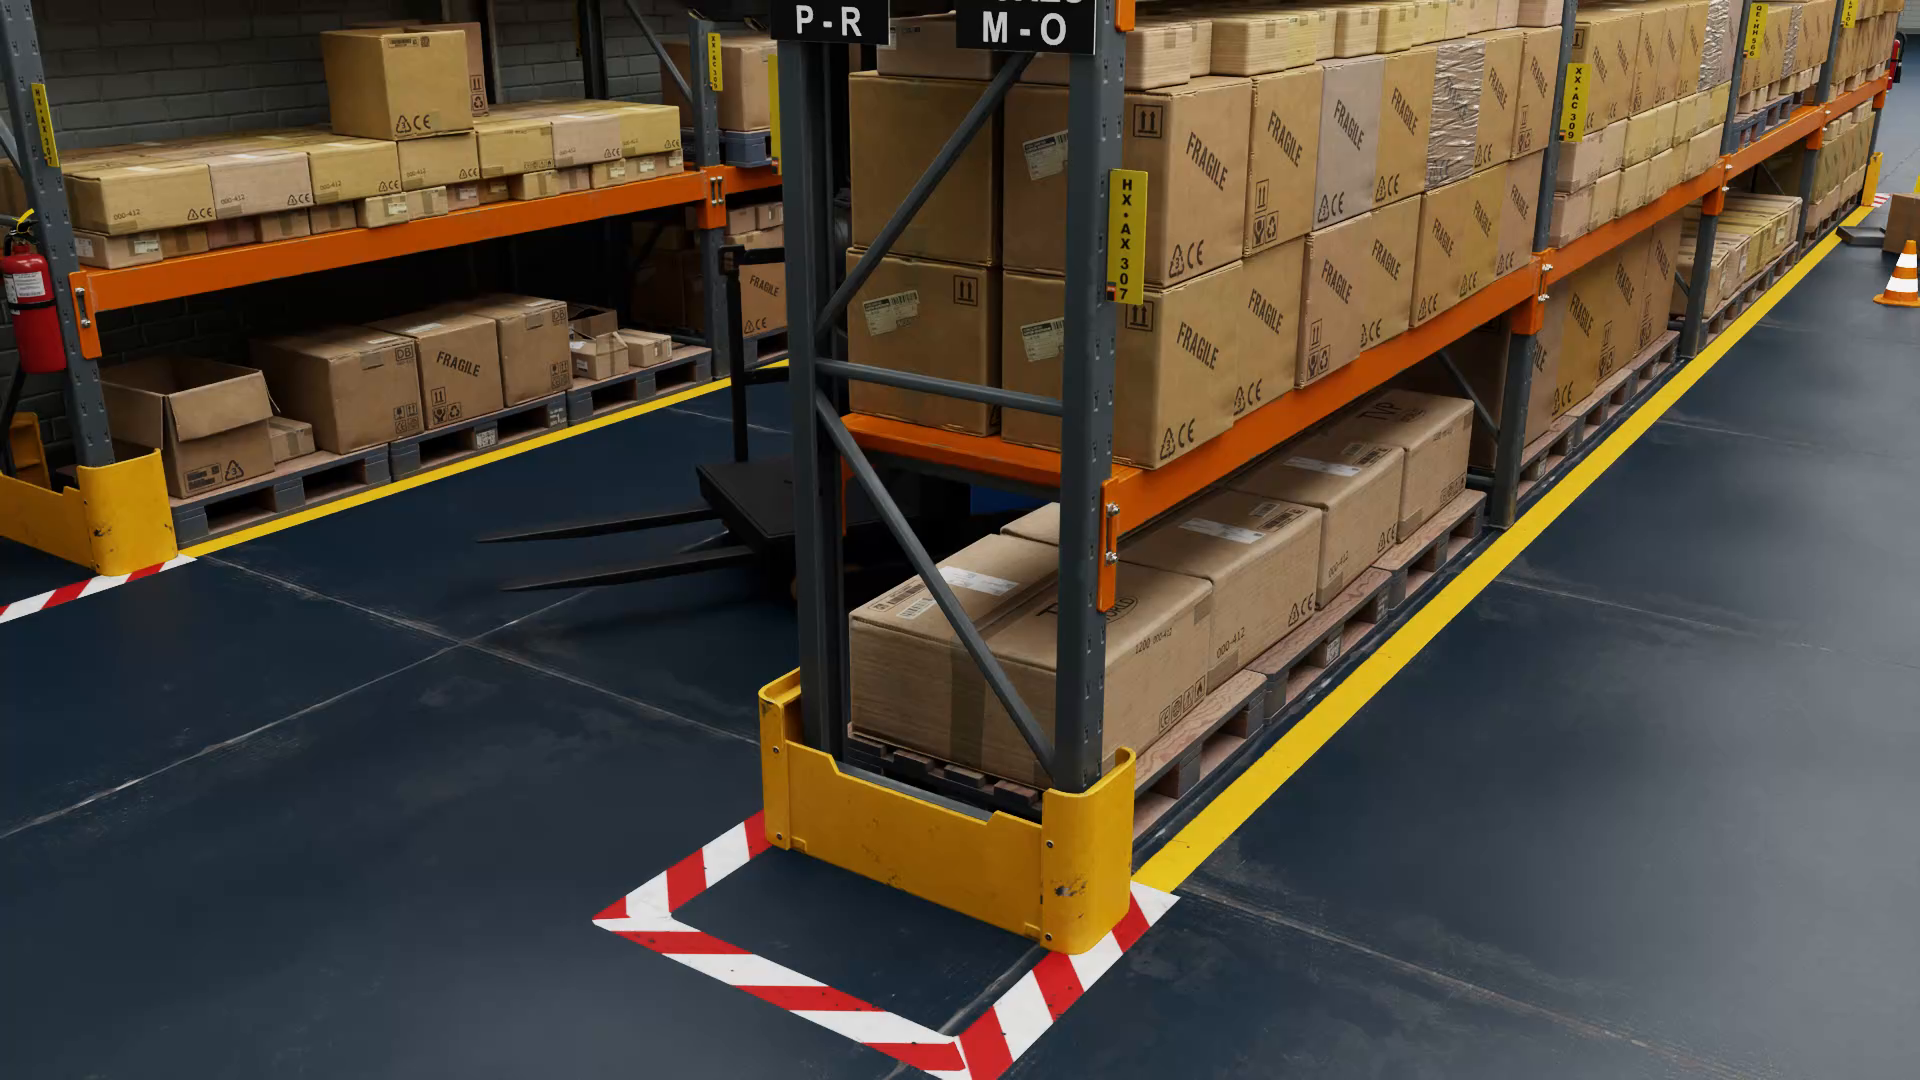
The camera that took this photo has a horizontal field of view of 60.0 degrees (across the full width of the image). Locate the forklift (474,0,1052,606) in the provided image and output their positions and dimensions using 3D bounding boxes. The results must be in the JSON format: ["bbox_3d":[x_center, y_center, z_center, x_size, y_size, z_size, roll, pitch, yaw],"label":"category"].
[{"bbox_3d":[-0.572,-1.286,7.018,3.031,2.935,1.130,-9,22,-22],"label":"forklift"}]

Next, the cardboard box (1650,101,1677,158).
[{"bbox_3d":[3.542,-2.234,8.975,0.500,0.250,0.500,12,24,30],"label":"cardboard box"}]

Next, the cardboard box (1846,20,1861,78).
[{"bbox_3d":[7.441,-4.260,14.386,0.500,0.500,0.500,13,24,32],"label":"cardboard box"}]

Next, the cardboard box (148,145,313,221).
[{"bbox_3d":[-3.392,-1.669,7.740,0.500,0.250,0.500,14,24,32],"label":"cardboard box"}]

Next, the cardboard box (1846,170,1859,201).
[{"bbox_3d":[8.419,-3.477,16.199,0.500,0.250,0.500,13,24,32],"label":"cardboard box"}]

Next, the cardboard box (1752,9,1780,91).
[{"bbox_3d":[5.183,-3.324,11.249,0.500,0.500,0.500,15,25,35],"label":"cardboard box"}]

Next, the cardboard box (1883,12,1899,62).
[{"bbox_3d":[8.871,-4.978,16.326,0.500,0.500,0.500,13,24,31],"label":"cardboard box"}]

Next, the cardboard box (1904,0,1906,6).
[{"bbox_3d":[8.842,-5.467,16.208,0.700,0.500,0.500,13,24,31],"label":"cardboard box"}]

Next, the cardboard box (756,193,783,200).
[{"bbox_3d":[-1.244,-2.395,11.980,0.380,0.149,0.250,14,24,33],"label":"cardboard box"}]

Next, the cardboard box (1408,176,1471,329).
[{"bbox_3d":[1.598,-1.126,6.342,0.500,0.500,0.500,13,24,31],"label":"cardboard box"}]

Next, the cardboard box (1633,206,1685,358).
[{"bbox_3d":[3.995,-1.724,10.560,0.875,0.875,0.875,13,24,31],"label":"cardboard box"}]

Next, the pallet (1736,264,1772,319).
[{"bbox_3d":[5.578,-1.970,12.788,1.003,0.211,1.213,13,24,32],"label":"pallet"}]

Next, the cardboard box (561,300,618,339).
[{"bbox_3d":[-2.471,-1.317,10.273,0.500,0.311,0.500,14,25,34],"label":"cardboard box"}]

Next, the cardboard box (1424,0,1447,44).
[{"bbox_3d":[1.522,-1.873,5.985,0.380,0.149,0.250,13,24,31],"label":"cardboard box"}]

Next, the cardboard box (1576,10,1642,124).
[{"bbox_3d":[2.951,-2.296,8.062,0.500,0.500,0.500,13,24,32],"label":"cardboard box"}]

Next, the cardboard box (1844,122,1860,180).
[{"bbox_3d":[8.134,-3.686,15.682,0.500,0.500,0.500,13,24,31],"label":"cardboard box"}]

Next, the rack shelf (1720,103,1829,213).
[{"bbox_3d":[5.576,-2.942,12.432,1.077,0.370,4.000,13,24,32],"label":"rack shelf"}]

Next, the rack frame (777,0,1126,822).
[{"bbox_3d":[-0.046,-0.410,4.551,1.000,3.000,0.127,13,24,32],"label":"rack frame"}]

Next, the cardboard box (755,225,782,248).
[{"bbox_3d":[-1.391,-1.999,10.909,0.380,0.149,0.250,13,24,30],"label":"cardboard box"}]

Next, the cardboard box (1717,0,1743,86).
[{"bbox_3d":[4.377,-3.022,10.026,0.500,0.500,0.500,13,24,30],"label":"cardboard box"}]

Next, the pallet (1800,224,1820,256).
[{"bbox_3d":[7.048,-2.745,14.882,1.003,0.211,1.213,13,24,32],"label":"pallet"}]

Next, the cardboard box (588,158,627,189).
[{"bbox_3d":[-2.129,-2.108,9.503,0.380,0.149,0.250,14,24,33],"label":"cardboard box"}]

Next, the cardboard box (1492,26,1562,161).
[{"bbox_3d":[2.166,-1.885,6.951,0.500,0.500,0.500,13,24,31],"label":"cardboard box"}]

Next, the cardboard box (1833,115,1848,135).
[{"bbox_3d":[7.662,-3.705,14.801,0.380,0.149,0.250,14,25,34],"label":"cardboard box"}]

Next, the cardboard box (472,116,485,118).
[{"bbox_3d":[-2.974,-2.212,9.208,0.500,0.250,0.500,14,24,33],"label":"cardboard box"}]

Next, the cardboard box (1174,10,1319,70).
[{"bbox_3d":[0.845,-1.499,4.973,0.380,0.149,0.250,12,24,30],"label":"cardboard box"}]

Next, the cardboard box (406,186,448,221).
[{"bbox_3d":[-2.845,-1.740,8.507,0.380,0.149,0.250,14,24,33],"label":"cardboard box"}]

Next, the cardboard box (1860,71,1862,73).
[{"bbox_3d":[7.988,-4.206,15.175,0.380,0.149,0.250,13,24,32],"label":"cardboard box"}]

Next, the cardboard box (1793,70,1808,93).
[{"bbox_3d":[6.221,-3.504,12.671,0.380,0.149,0.250,14,24,32],"label":"cardboard box"}]

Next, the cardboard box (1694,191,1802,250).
[{"bbox_3d":[6.407,-2.667,13.834,0.950,0.372,0.625,14,24,33],"label":"cardboard box"}]

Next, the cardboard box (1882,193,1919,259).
[{"bbox_3d":[8.428,-2.724,14.406,0.500,0.500,0.500,-6,21,-15],"label":"cardboard box"}]

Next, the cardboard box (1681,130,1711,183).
[{"bbox_3d":[4.108,-2.290,9.848,0.500,0.250,0.500,14,24,33],"label":"cardboard box"}]

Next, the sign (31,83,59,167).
[{"bbox_3d":[-3.704,-1.678,6.729,0.100,0.325,0.005,13,24,32],"label":"sign"}]

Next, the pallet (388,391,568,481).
[{"bbox_3d":[-2.976,-0.669,9.269,1.003,0.211,1.213,13,24,32],"label":"pallet"}]

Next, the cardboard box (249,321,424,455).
[{"bbox_3d":[-3.218,-0.797,8.593,0.700,0.500,0.500,14,25,34],"label":"cardboard box"}]

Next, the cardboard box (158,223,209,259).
[{"bbox_3d":[-3.636,-1.382,7.541,0.380,0.149,0.250,14,24,33],"label":"cardboard box"}]

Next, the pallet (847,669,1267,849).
[{"bbox_3d":[0.339,0.653,5.696,1.003,0.211,1.213,13,24,32],"label":"pallet"}]

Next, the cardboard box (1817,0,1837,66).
[{"bbox_3d":[6.630,-4.060,13.238,0.500,0.500,0.500,13,24,31],"label":"cardboard box"}]

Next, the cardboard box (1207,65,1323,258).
[{"bbox_3d":[0.744,-1.158,4.987,0.500,0.500,0.500,13,24,30],"label":"cardboard box"}]

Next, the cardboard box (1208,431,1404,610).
[{"bbox_3d":[1.258,-0.137,6.900,0.875,0.438,0.875,12,24,30],"label":"cardboard box"}]

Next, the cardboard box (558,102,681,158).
[{"bbox_3d":[-1.989,-2.401,9.718,0.500,0.250,0.500,14,24,33],"label":"cardboard box"}]

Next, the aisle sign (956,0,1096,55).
[{"bbox_3d":[0.154,-1.552,3.891,0.394,0.787,0.004,13,24,32],"label":"aisle sign"}]

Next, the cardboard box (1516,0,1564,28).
[{"bbox_3d":[2.293,-2.228,6.944,0.380,0.149,0.250,13,24,31],"label":"cardboard box"}]

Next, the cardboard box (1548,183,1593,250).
[{"bbox_3d":[2.669,-1.563,7.882,0.500,0.250,0.500,13,24,31],"label":"cardboard box"}]

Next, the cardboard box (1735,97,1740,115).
[{"bbox_3d":[4.975,-2.916,11.083,0.380,0.149,0.250,12,23,29],"label":"cardboard box"}]

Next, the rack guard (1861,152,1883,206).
[{"bbox_3d":[8.906,-3.807,17.336,1.175,0.500,0.348,13,24,32],"label":"rack guard"}]

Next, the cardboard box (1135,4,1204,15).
[{"bbox_3d":[0.570,-1.666,5.425,0.380,0.149,0.250,13,24,31],"label":"cardboard box"}]

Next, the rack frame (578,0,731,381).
[{"bbox_3d":[-1.904,-2.525,10.268,1.000,3.000,0.127,13,24,32],"label":"rack frame"}]
